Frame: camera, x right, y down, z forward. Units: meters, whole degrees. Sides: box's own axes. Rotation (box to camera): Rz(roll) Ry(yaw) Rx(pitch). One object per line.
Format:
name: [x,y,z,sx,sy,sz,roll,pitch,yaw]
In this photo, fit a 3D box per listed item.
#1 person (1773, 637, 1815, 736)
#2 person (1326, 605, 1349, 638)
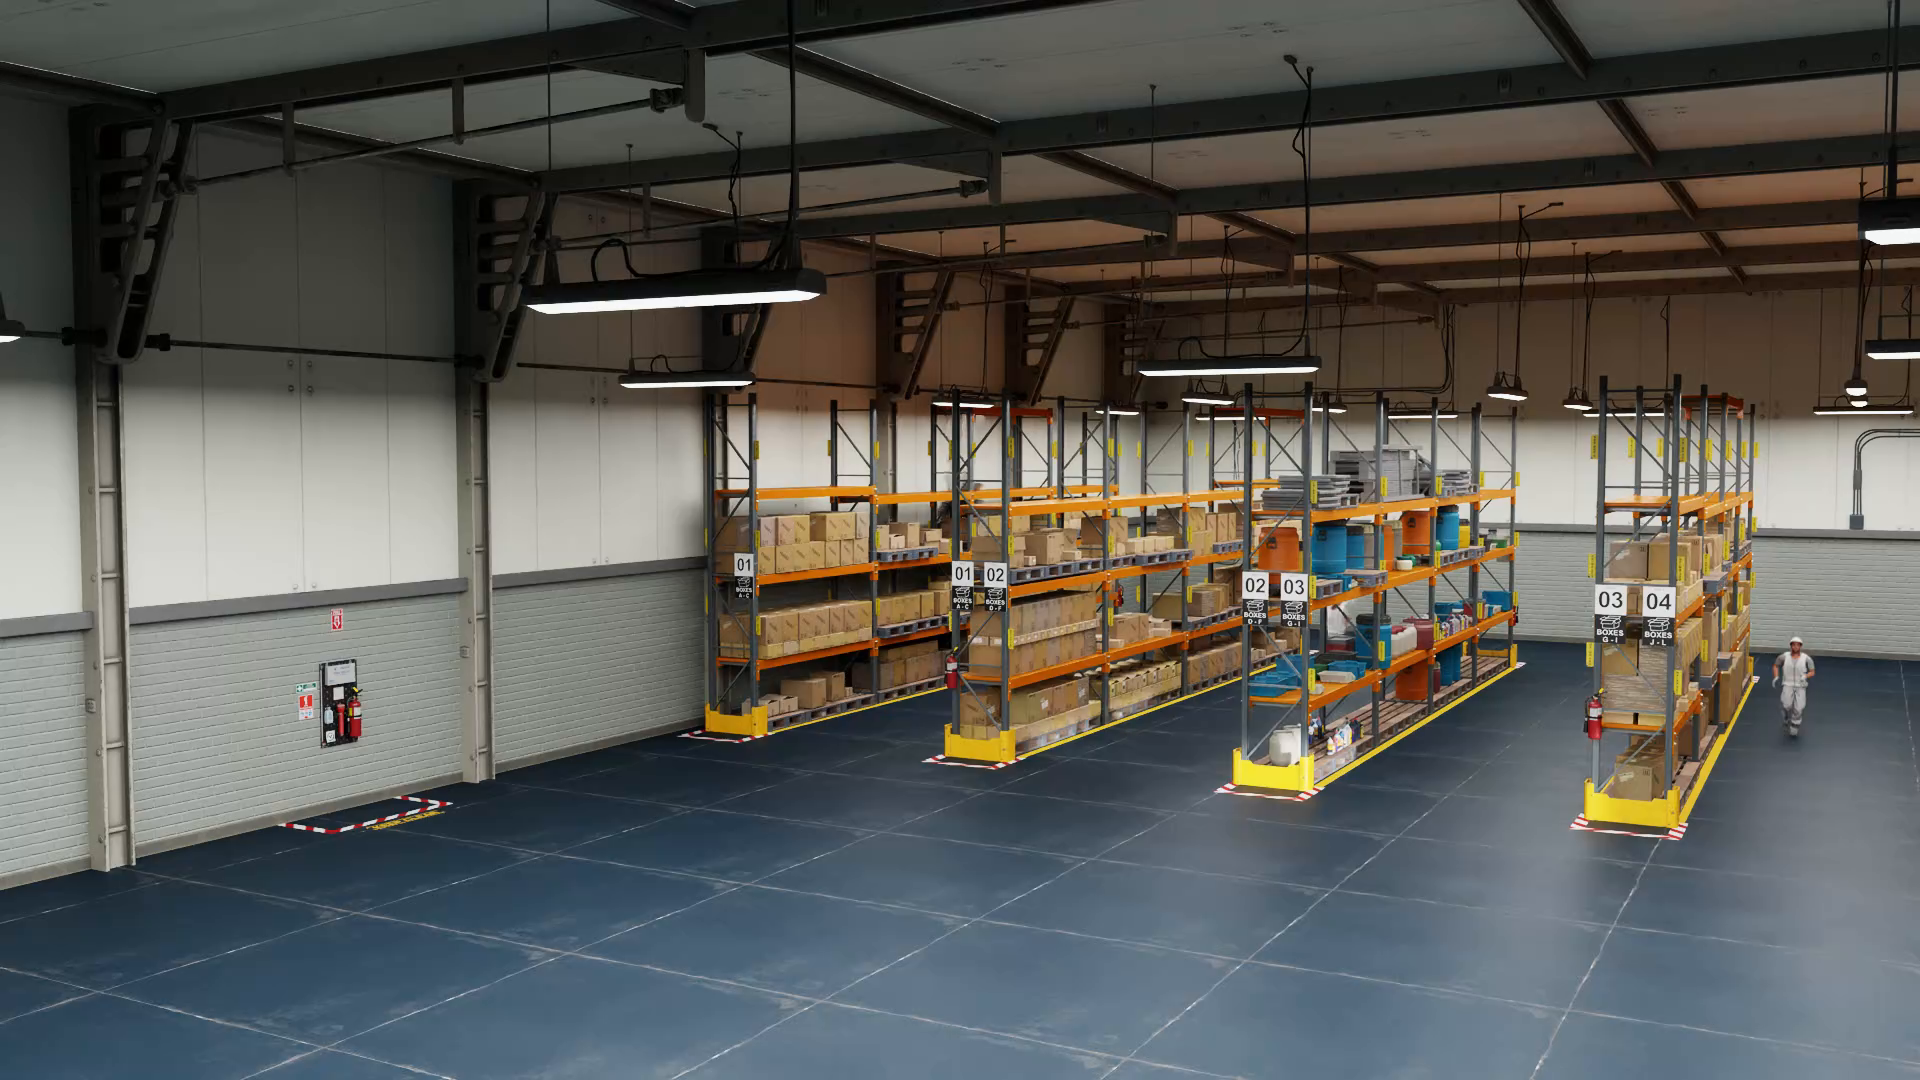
person: [14.474,2.557,28.867,0.664,1.739,0.603,1,3,25]
person: [8.467,2.098,37.666,0.665,1.735,0.590,1,3,21]
